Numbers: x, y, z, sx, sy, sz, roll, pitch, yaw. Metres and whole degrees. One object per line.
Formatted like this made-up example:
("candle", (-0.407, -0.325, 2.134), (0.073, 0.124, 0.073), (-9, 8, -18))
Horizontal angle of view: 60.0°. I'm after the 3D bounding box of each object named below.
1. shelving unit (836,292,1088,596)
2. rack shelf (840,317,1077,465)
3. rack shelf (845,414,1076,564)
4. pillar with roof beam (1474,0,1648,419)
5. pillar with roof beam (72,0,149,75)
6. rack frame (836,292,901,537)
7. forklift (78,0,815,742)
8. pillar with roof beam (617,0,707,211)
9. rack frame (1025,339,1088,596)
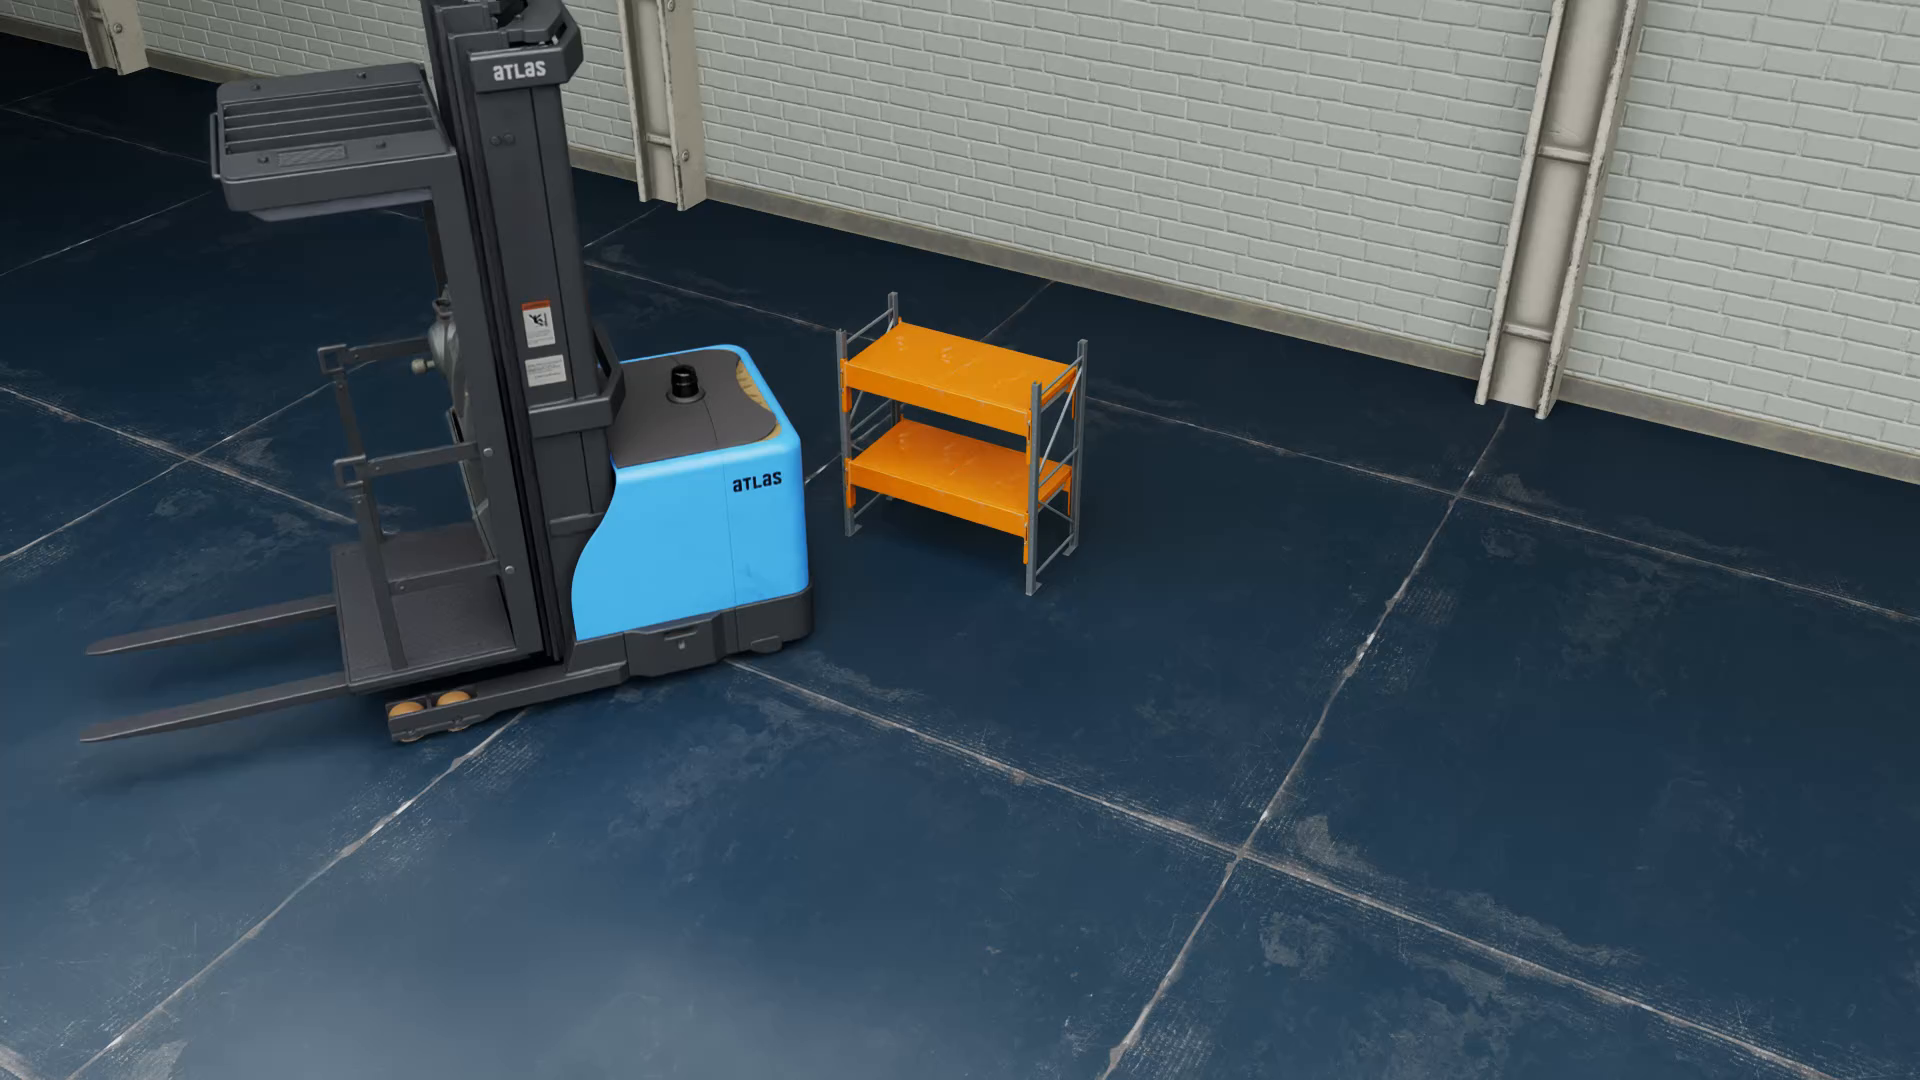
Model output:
("shelving unit", (0.006, -0.466, 7.935), (1.048, 1.125, 0.538), (18, 37, 24))
("rack shelf", (0.006, -0.710, 7.773), (1.000, 0.278, 0.538), (18, 37, 24))
("rack shelf", (0.006, -0.263, 8.071), (1.000, 0.278, 0.538), (18, 37, 24))
("pillar with roof beam", (1.025, -2.472, 3.843), (0.400, 9.000, 9.100), (18, 37, 24))
("pillar with roof beam", (-9.394, -5.772, 8.799), (0.400, 9.000, 9.100), (18, 37, 24))
("rack frame", (-0.435, -0.606, 8.145), (0.032, 1.125, 0.500), (18, 37, 24))
("forklift", (-2.229, -0.706, 6.666), (3.031, 2.935, 1.130), (-12, 36, -18))
("pillar with roof beam", (-4.185, -4.122, 6.321), (0.400, 9.000, 9.100), (18, 37, 24))
("rack frame", (0.447, -0.327, 7.725), (0.032, 1.125, 0.500), (18, 37, 24))
